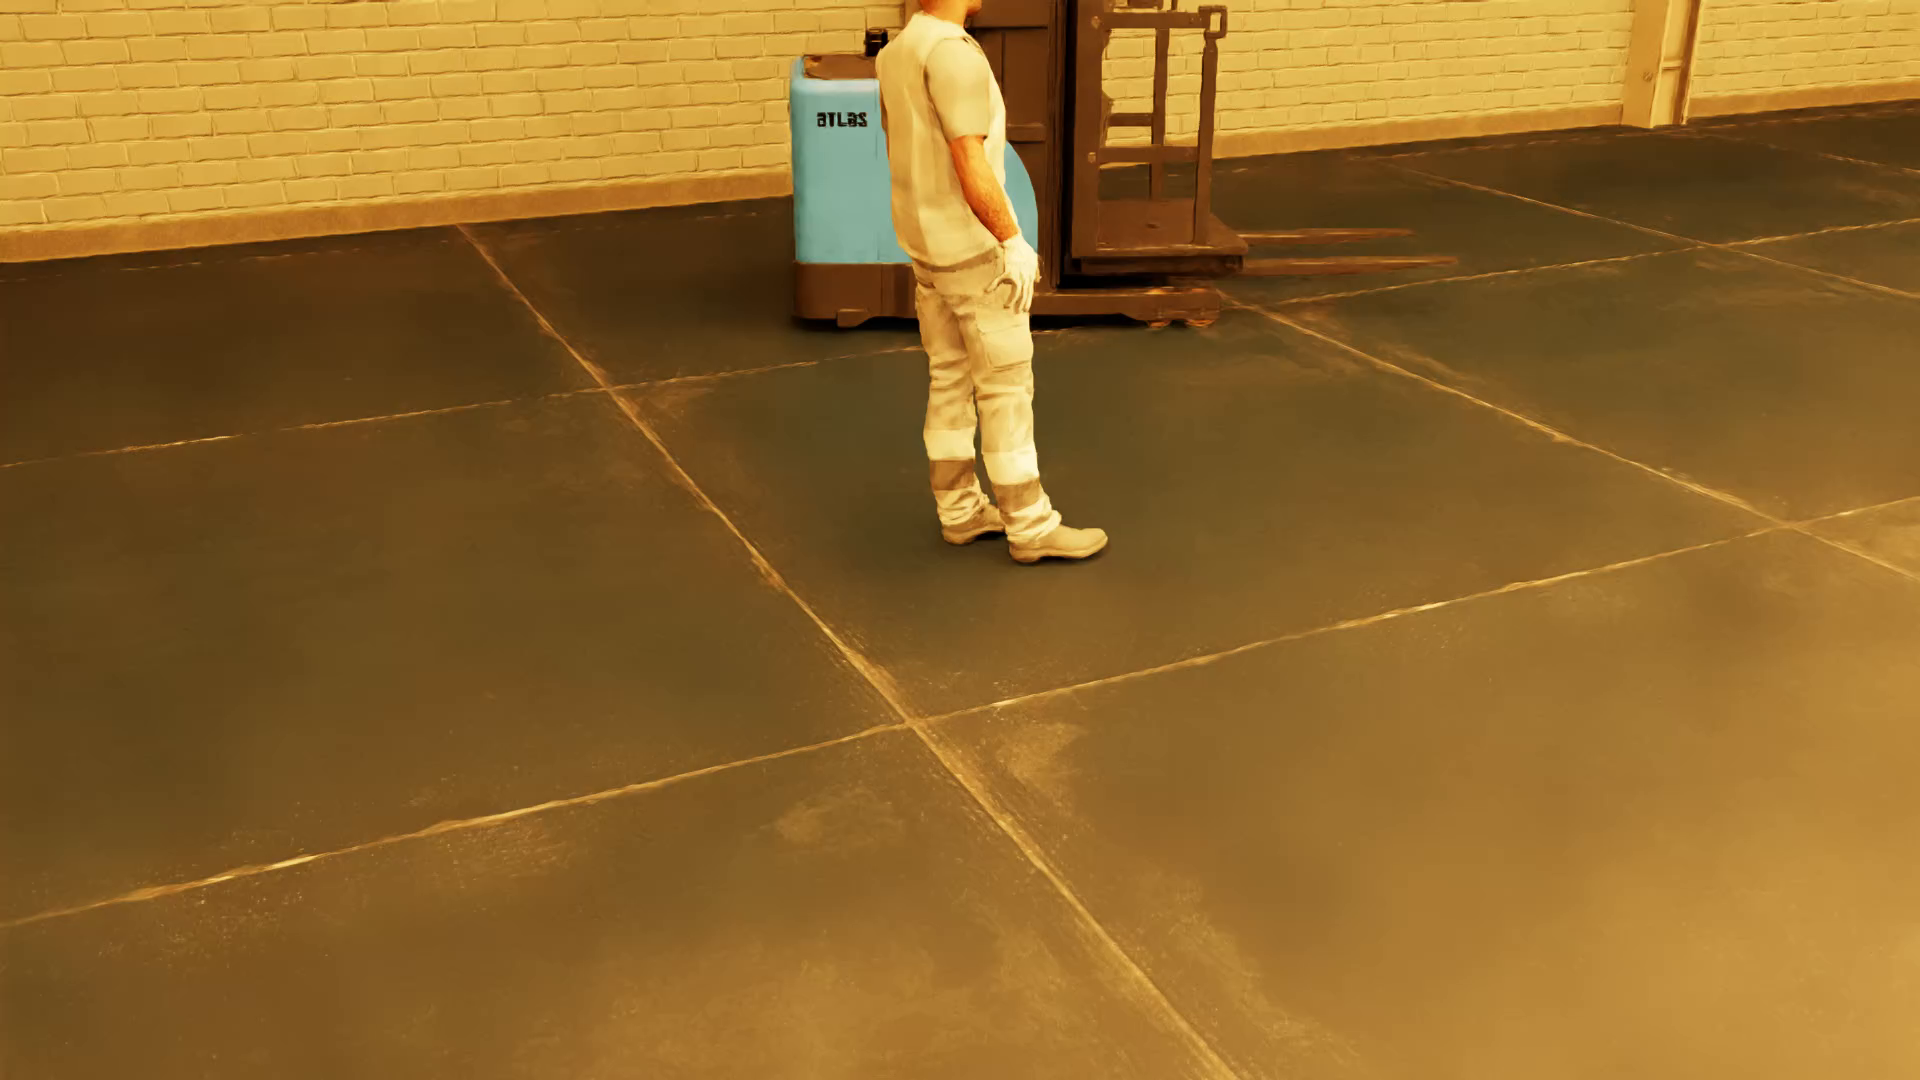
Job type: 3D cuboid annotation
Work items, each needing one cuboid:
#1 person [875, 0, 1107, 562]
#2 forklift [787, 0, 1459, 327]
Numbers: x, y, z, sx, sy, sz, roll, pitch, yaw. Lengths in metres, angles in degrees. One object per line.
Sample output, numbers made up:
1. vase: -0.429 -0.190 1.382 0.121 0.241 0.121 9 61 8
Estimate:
1. person: 0.078 -0.842 4.783 0.563 1.787 0.637 -10 25 -23
2. forklift: 0.743 -2.499 7.302 3.031 2.935 1.130 -2 23 -5
